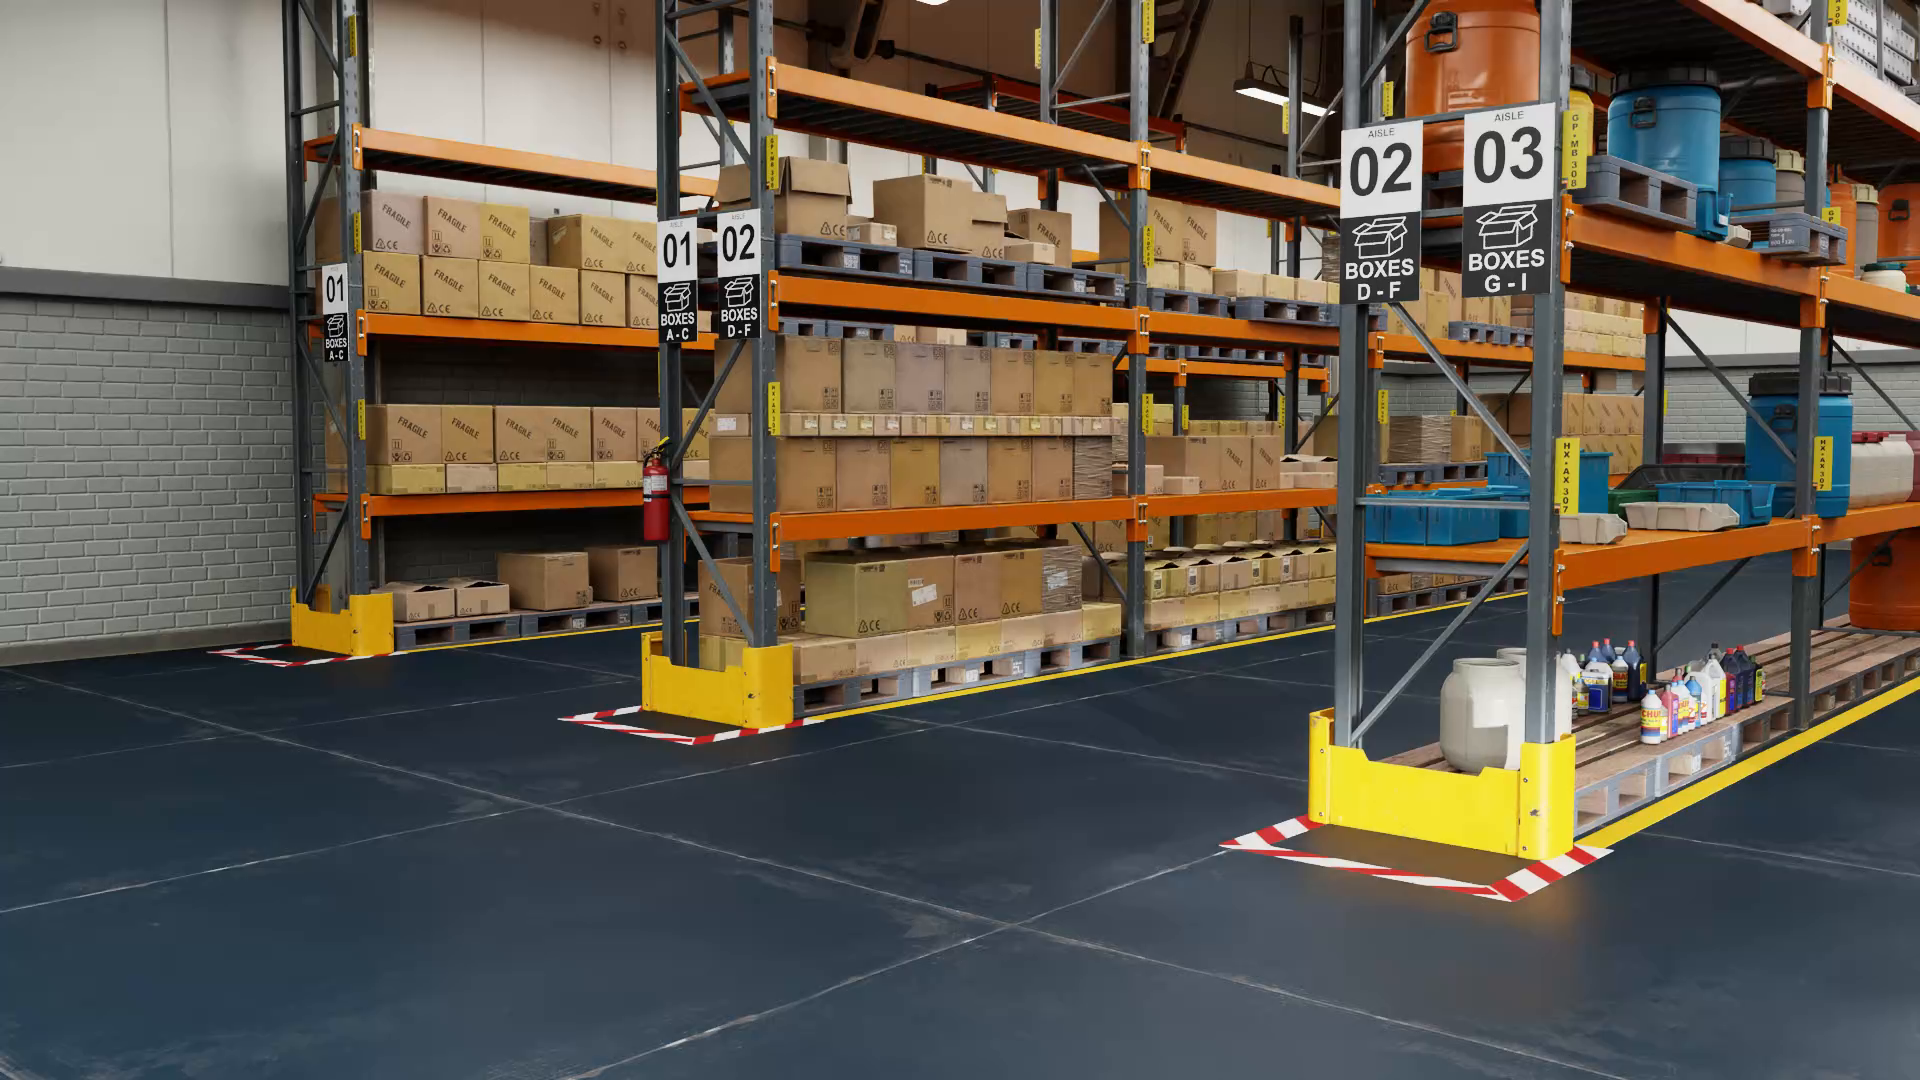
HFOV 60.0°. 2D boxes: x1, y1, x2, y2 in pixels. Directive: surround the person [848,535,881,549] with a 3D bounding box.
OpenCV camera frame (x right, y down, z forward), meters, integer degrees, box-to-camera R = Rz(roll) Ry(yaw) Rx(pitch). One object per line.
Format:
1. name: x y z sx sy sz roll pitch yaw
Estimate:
1. person: -1.022 -0.085 16.670 0.434 1.691 0.514 3 5 40
